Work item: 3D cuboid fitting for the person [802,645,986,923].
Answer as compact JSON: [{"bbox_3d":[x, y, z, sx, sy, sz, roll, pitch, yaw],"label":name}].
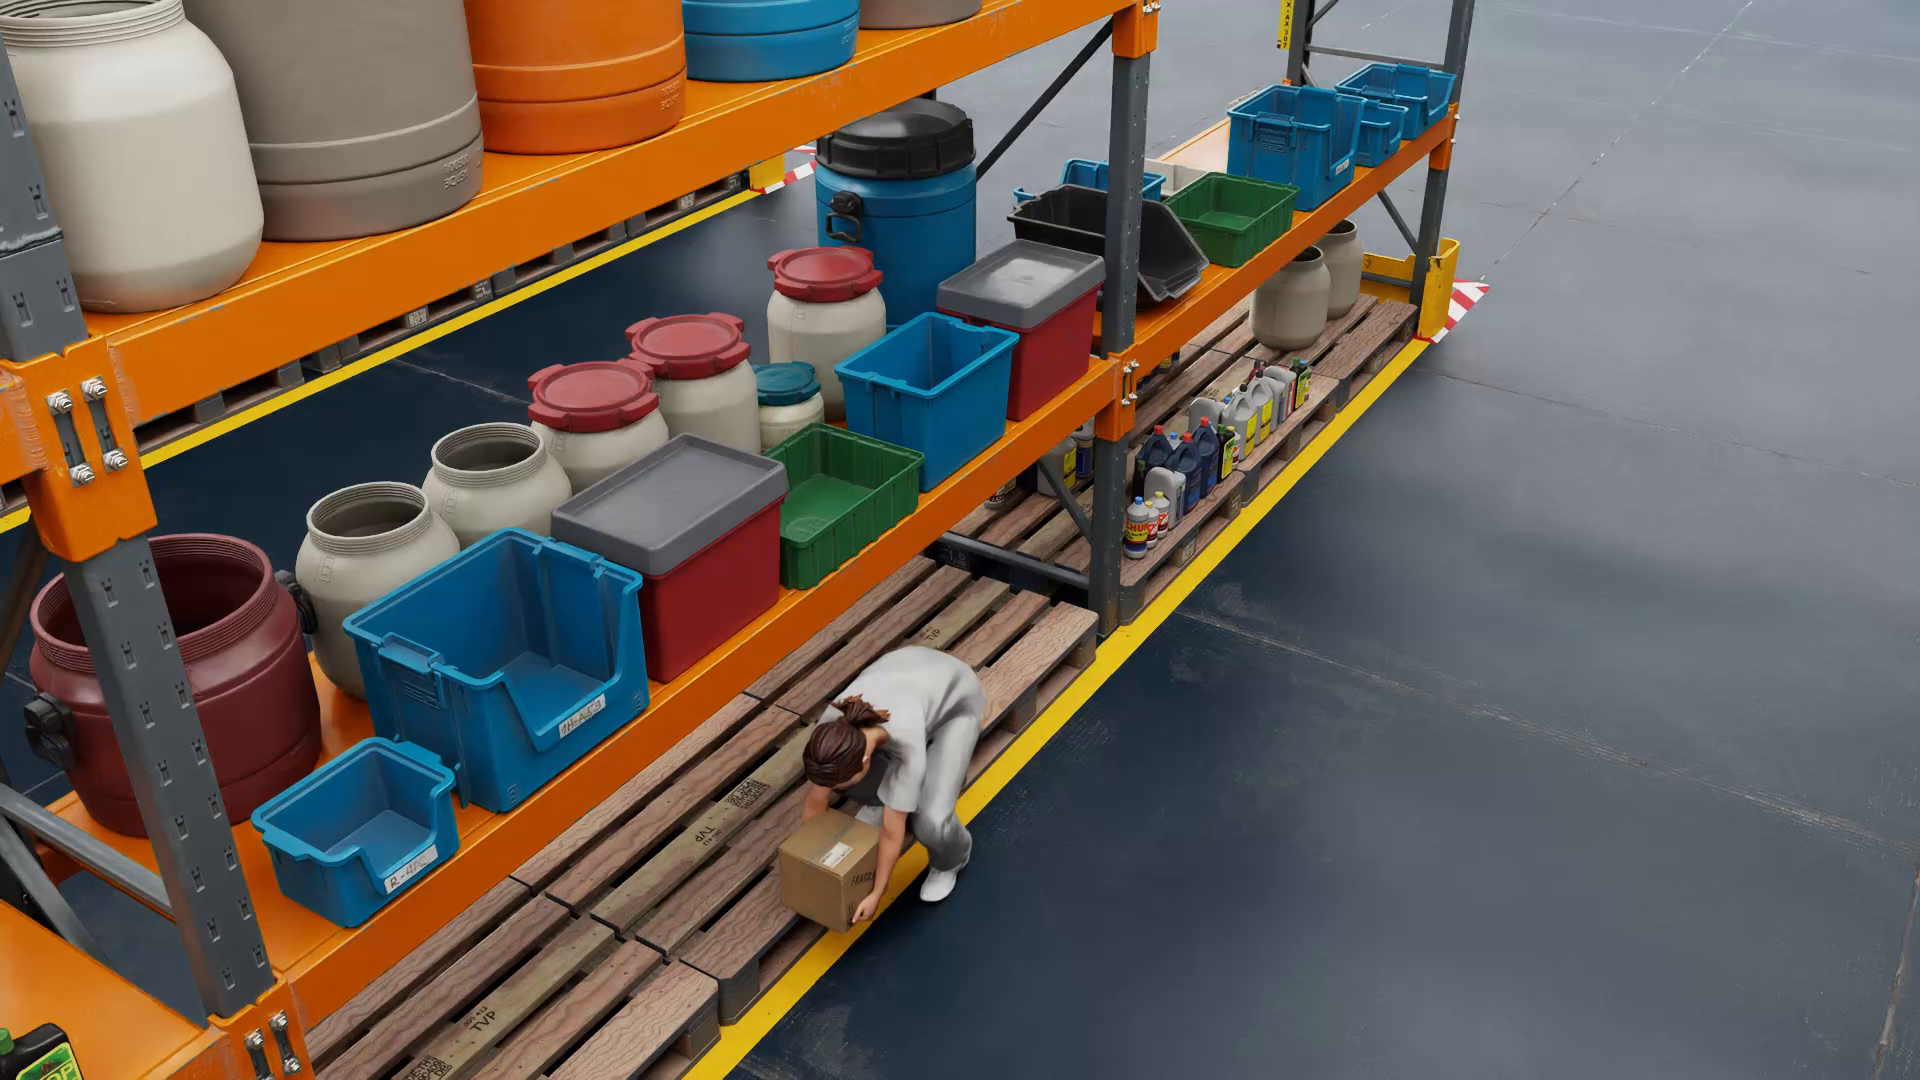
[{"bbox_3d":[-0.230,0.803,5.487,0.484,0.953,0.856,16,34,25],"label":"person"}]
